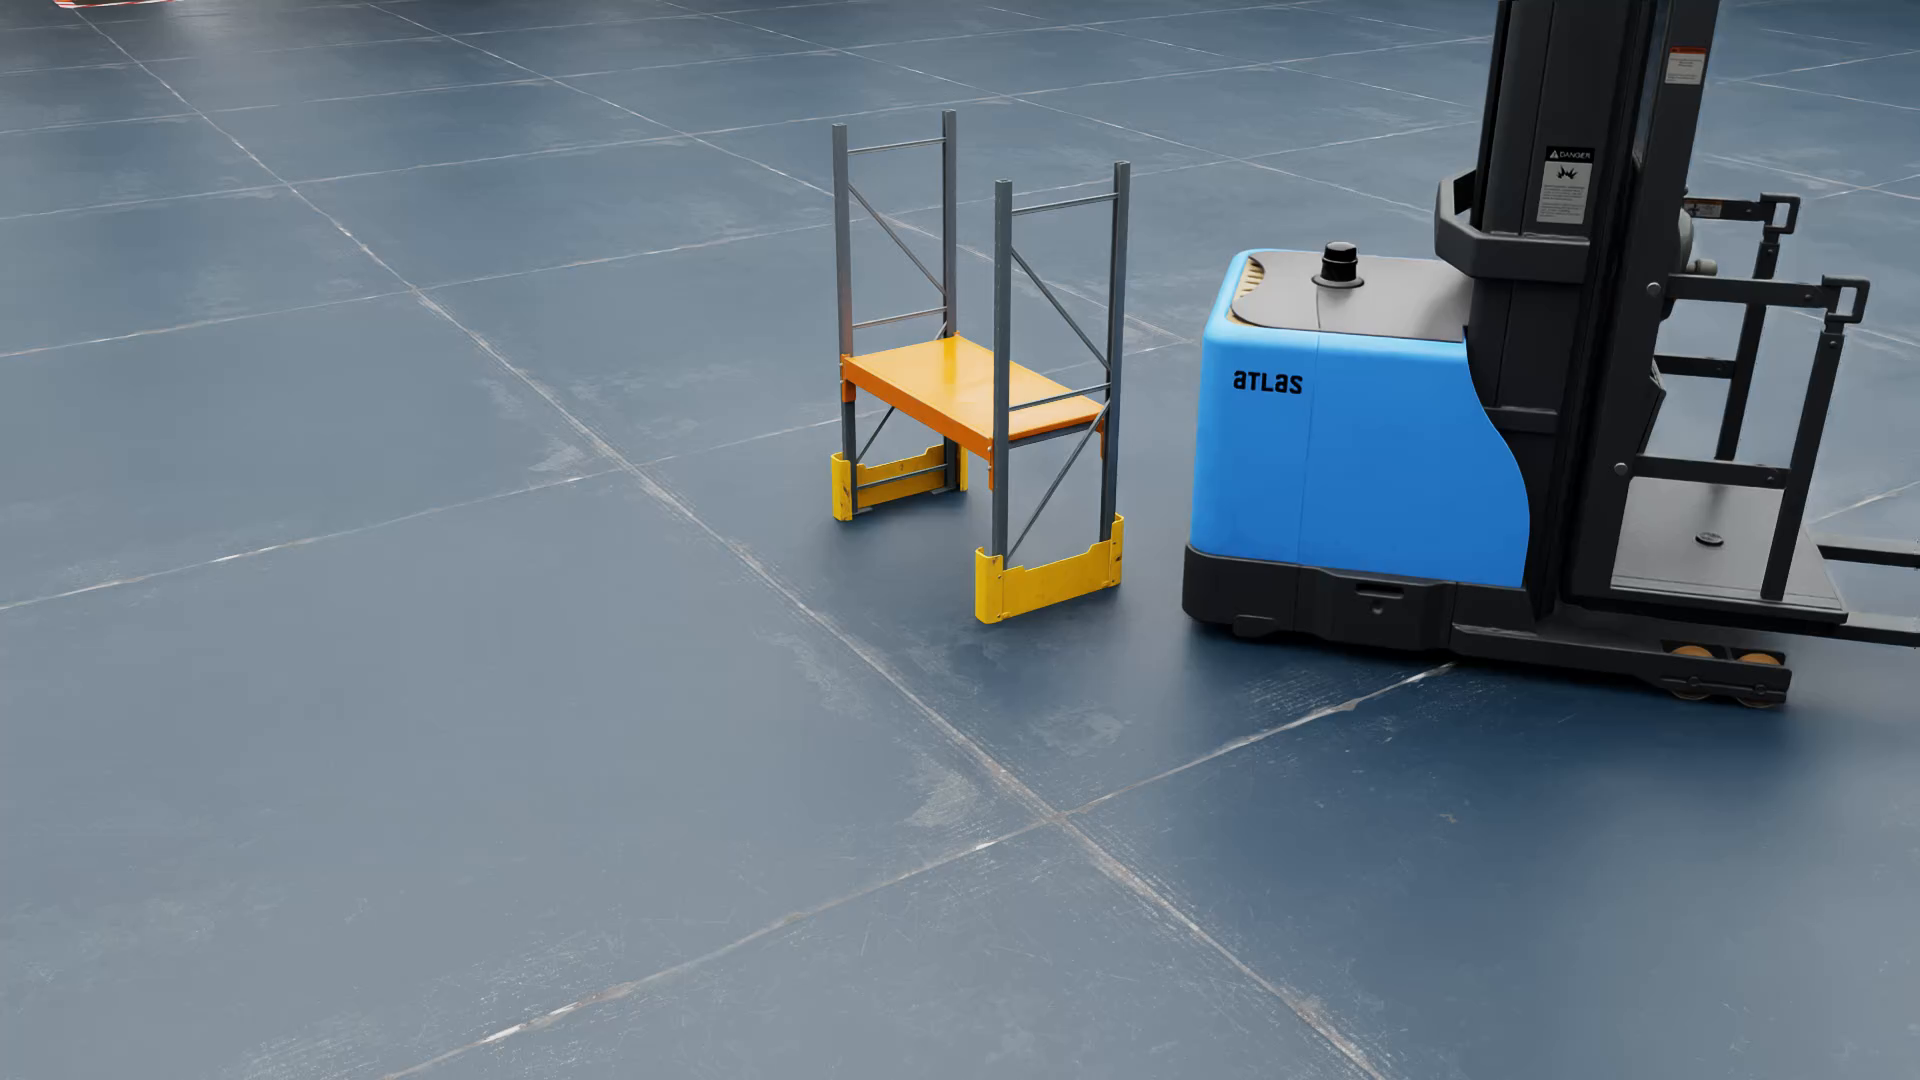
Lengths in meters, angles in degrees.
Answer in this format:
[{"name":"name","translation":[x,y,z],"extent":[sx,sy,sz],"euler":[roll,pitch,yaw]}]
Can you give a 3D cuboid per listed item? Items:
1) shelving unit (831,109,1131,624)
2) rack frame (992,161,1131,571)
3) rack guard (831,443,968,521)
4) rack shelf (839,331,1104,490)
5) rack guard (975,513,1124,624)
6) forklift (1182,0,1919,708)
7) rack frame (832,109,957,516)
[{"name":"shelving unit","translation":[0.042,-0.651,5.872],"extent":[0.587,1.500,1.083],"euler":[-16,29,-30]},{"name":"rack frame","translation":[0.324,-0.466,5.480],"extent":[0.500,1.500,0.032],"euler":[-16,29,-30]},{"name":"rack guard","translation":[-0.230,-0.264,6.516],"extent":[0.587,0.250,0.087],"euler":[-16,29,-30]},{"name":"rack shelf","translation":[0.047,-0.485,5.942],"extent":[0.538,0.185,1.000],"euler":[-16,29,-30]},{"name":"rack guard","translation":[0.313,0.092,5.762],"extent":[0.587,0.250,0.087],"euler":[-16,29,-30]},{"name":"forklift","translation":[2.321,-1.056,5.054],"extent":[3.031,2.935,1.130],"euler":[6,26,13]},{"name":"rack frame","translation":[-0.231,-0.830,6.250],"extent":[0.500,1.500,0.032],"euler":[-16,29,-30]}]
